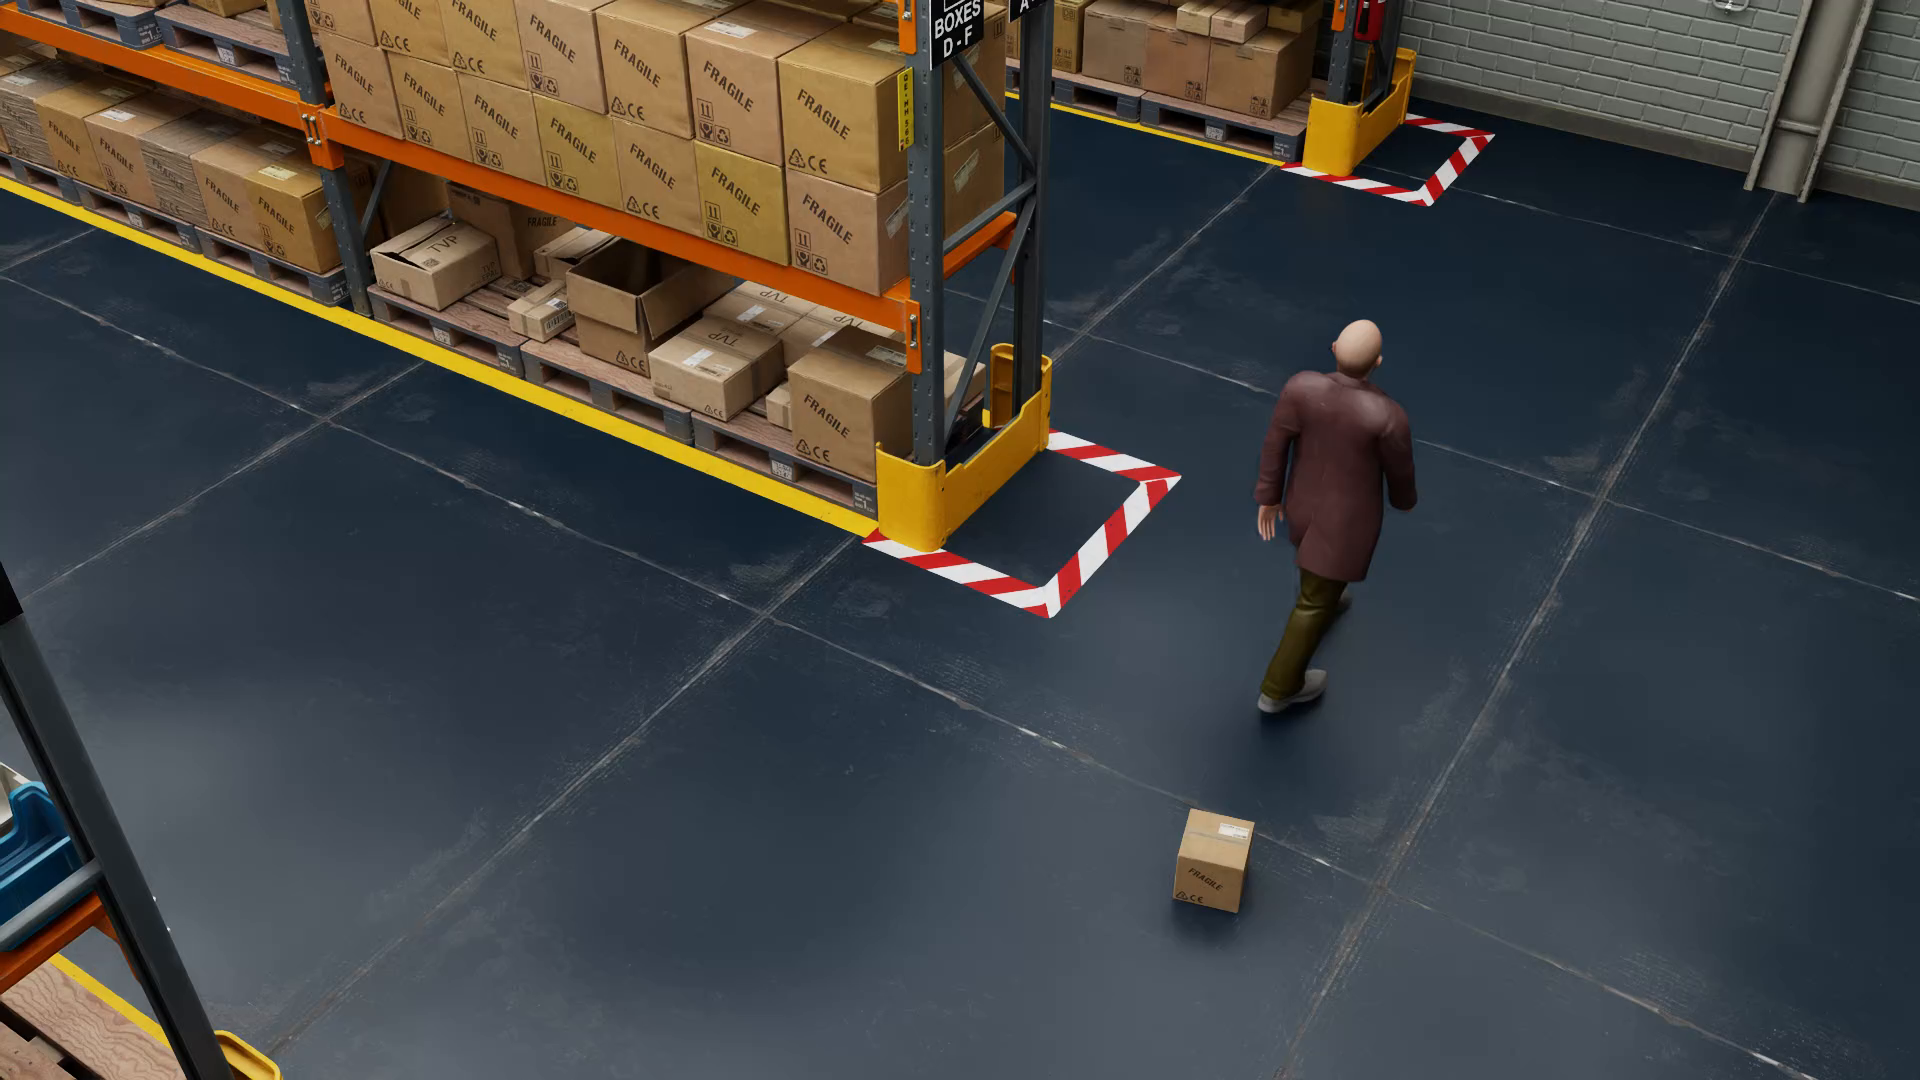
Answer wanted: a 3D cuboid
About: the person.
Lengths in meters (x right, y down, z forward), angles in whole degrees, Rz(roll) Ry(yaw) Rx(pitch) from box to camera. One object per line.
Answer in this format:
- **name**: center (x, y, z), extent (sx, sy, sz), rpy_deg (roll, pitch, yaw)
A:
- **person**: center (1.585, -0.160, 6.882), extent (0.573, 1.769, 0.979), rpy_deg (30, 47, 33)
